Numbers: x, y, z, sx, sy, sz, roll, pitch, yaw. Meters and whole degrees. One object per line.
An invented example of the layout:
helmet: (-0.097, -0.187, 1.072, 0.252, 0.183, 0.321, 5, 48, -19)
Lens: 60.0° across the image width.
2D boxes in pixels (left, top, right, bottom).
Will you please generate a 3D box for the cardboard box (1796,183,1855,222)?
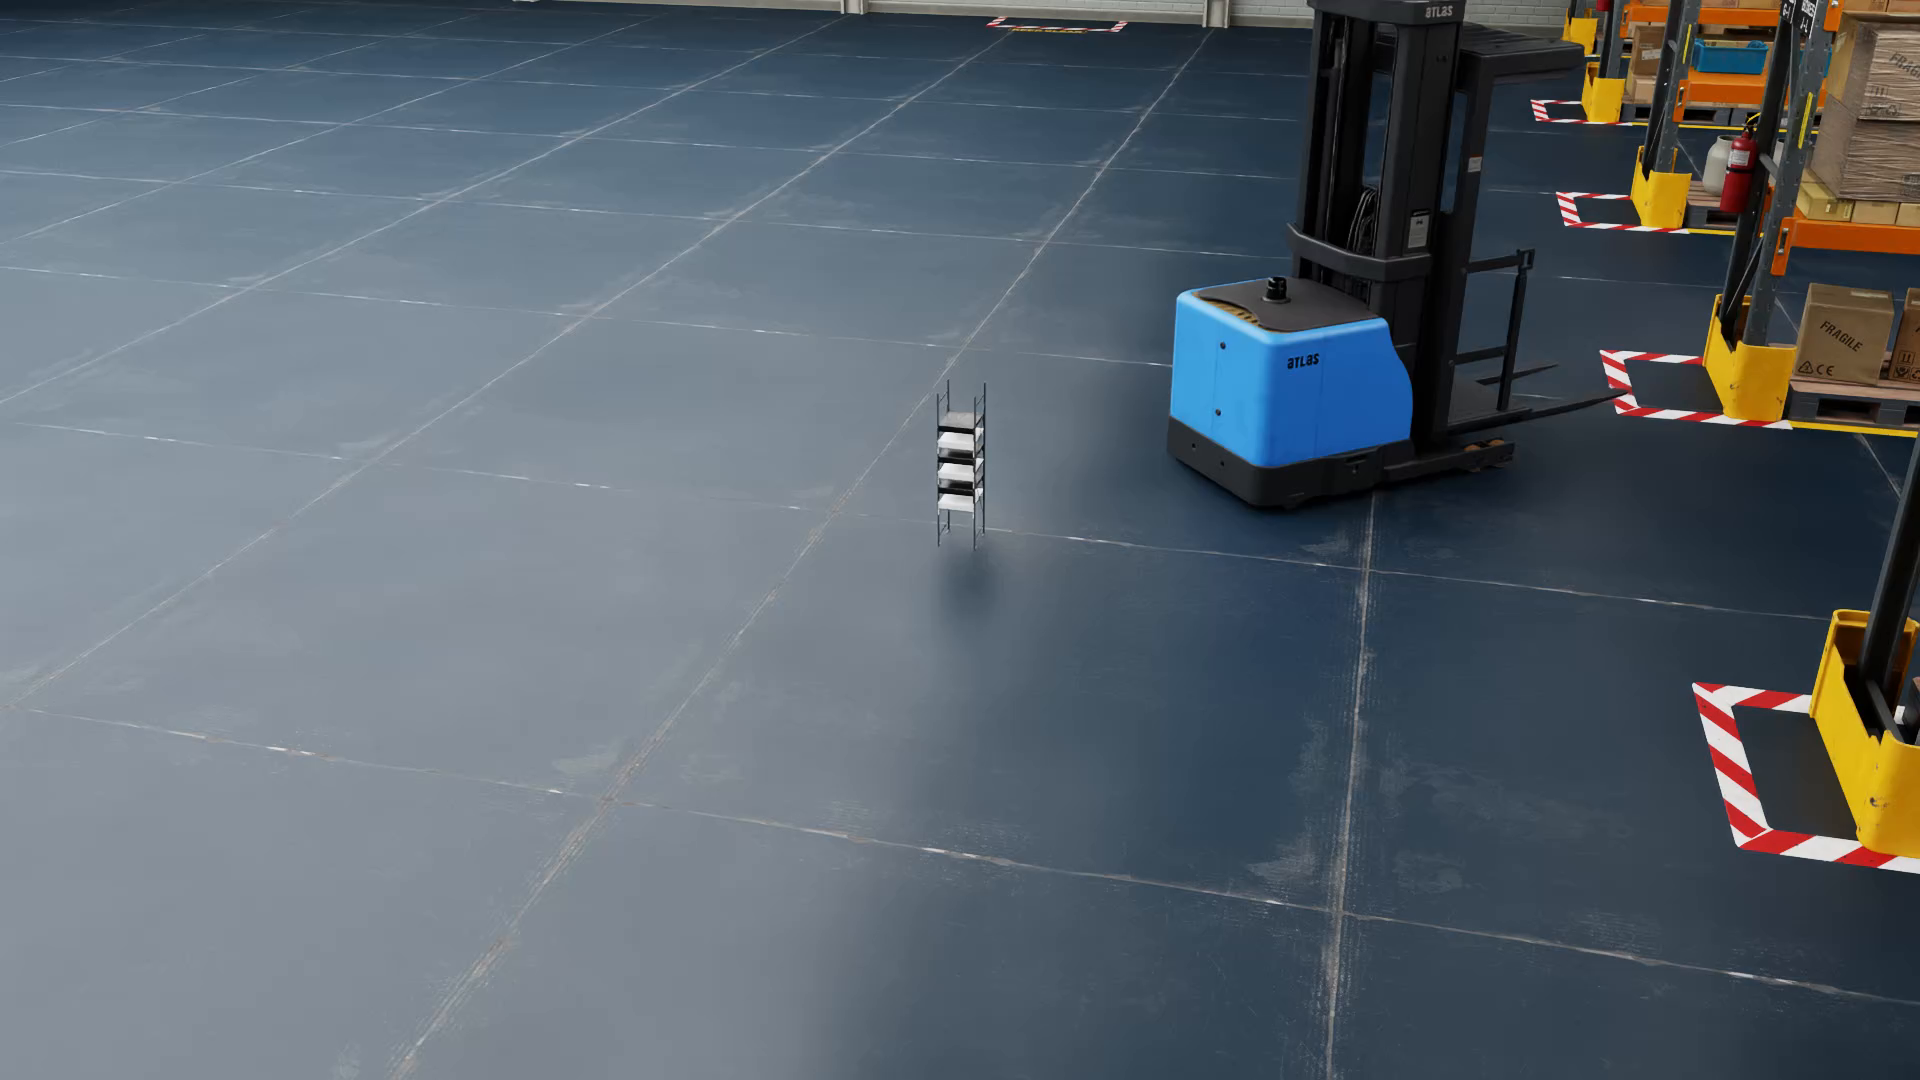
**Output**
cardboard box: (5.492, -2.145, 10.558, 0.250, 0.149, 0.380, 6, 26, 13)

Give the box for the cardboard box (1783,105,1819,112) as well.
cardboard box: (9.663, -5.149, 19.286, 0.500, 0.250, 0.500, 6, 26, 13)

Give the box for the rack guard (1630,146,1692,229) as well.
rack guard: (6.595, -3.333, 15.669, 0.348, 0.500, 1.175, 6, 26, 13)

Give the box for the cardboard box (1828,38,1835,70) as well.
cardboard box: (10.151, -5.440, 19.024, 0.500, 0.500, 0.500, 6, 26, 13)

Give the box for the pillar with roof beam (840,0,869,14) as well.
pillar with roof beam: (-2.824, -11.061, 22.015, 0.400, 9.000, 9.100, 6, 26, 13)

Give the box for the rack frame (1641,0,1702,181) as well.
rack frame: (6.509, -4.450, 15.108, 0.127, 3.000, 1.000, 6, 26, 13)

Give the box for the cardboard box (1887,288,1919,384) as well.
cardboard box: (6.464, -1.326, 10.965, 0.500, 0.500, 0.500, 14, 29, 26)

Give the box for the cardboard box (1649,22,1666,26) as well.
cardboard box: (10.177, -7.387, 23.892, 0.500, 0.311, 0.500, 9, 27, 17)

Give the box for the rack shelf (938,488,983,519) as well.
rack shelf: (0.008, -0.213, 9.146, 0.200, 0.077, 0.258, 6, 26, 13)

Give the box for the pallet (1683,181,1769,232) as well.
pallet: (7.380, -3.114, 15.544, 1.213, 0.211, 1.003, 6, 26, 13)

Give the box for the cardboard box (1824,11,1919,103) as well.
cardboard box: (5.870, -3.063, 10.569, 0.500, 0.500, 0.500, 6, 26, 13)

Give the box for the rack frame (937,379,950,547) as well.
rack frame: (-0.091, -0.416, 9.078, 0.006, 0.900, 0.240, 6, 26, 13)

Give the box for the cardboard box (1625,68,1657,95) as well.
cardboard box: (8.340, -5.526, 20.077, 0.500, 0.250, 0.500, 6, 26, 13)

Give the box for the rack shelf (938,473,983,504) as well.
rack shelf: (0.008, -0.294, 9.108, 0.200, 0.077, 0.258, 6, 26, 13)

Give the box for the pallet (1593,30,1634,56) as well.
pallet: (9.828, -7.206, 24.140, 1.213, 0.211, 1.003, 6, 26, 13)

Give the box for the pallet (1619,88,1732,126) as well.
pallet: (8.498, -5.189, 19.903, 1.213, 0.211, 1.003, 6, 26, 13)

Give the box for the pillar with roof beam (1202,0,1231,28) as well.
pillar with roof beam: (2.987, -10.419, 20.665, 0.400, 9.000, 9.100, 6, 26, 13)

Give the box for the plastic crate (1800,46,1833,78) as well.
plastic crate: (7.696, -4.382, 15.138, 0.408, 0.251, 0.499, 6, 26, 13)

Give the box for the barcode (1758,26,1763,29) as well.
barcode: (11.467, -7.332, 23.837, 0.075, 0.075, 0.001, 6, 26, 13)

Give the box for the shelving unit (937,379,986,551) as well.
shelving unit: (0.008, -0.405, 9.055, 0.210, 0.900, 0.258, 6, 26, 13)

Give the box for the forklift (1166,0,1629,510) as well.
forklift: (2.822, -1.922, 9.878, 3.031, 2.935, 1.130, -12, 28, -24)

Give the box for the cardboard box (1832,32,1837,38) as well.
cardboard box: (10.281, -5.658, 19.482, 0.500, 0.500, 0.500, 6, 26, 13)

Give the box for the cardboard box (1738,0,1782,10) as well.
cardboard box: (9.185, -6.392, 19.070, 0.500, 0.500, 0.700, 6, 26, 13)

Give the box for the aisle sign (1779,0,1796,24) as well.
aisle sign: (5.291, -3.694, 10.494, 0.004, 0.787, 0.394, 6, 26, 13)

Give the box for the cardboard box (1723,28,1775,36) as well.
cardboard box: (9.312, -5.764, 19.706, 0.500, 0.500, 0.500, 6, 26, 13)

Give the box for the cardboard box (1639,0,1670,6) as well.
cardboard box: (8.196, -6.502, 19.301, 0.500, 0.500, 0.700, 6, 26, 13)

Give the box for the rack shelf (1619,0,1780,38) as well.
rack shelf: (9.684, -5.973, 19.144, 4.000, 0.370, 1.077, 6, 26, 13)

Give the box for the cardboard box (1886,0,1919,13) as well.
cardboard box: (10.677, -6.228, 18.725, 0.500, 0.500, 0.700, 6, 26, 12)

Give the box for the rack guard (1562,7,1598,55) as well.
rack guard: (9.050, -7.438, 24.292, 0.348, 0.500, 1.175, 6, 26, 13)

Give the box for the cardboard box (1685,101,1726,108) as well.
cardboard box: (8.696, -5.258, 19.515, 0.500, 0.250, 0.500, 6, 26, 13)

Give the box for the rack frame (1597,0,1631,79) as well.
rack frame: (7.747, -6.512, 19.439, 0.127, 3.000, 1.000, 6, 26, 13)

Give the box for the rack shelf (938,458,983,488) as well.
rack shelf: (0.008, -0.375, 9.069, 0.200, 0.077, 0.258, 6, 26, 13)

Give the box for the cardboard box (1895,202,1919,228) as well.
cardboard box: (5.968, -2.077, 10.416, 0.250, 0.149, 0.380, 6, 26, 13)

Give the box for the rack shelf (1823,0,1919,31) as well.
rack shelf: (7.213, -3.204, 9.837, 4.000, 0.370, 1.077, 6, 26, 13)

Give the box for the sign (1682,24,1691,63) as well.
sign: (6.368, -4.347, 14.569, 0.005, 0.325, 0.100, 6, 26, 13)

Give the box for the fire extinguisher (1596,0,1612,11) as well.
fire extinguisher: (7.748, -6.683, 19.888, 0.183, 0.674, 0.296, 6, 26, 13)

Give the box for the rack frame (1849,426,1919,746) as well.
rack frame: (3.943, -0.334, 6.463, 0.127, 3.000, 1.000, 6, 26, 13)

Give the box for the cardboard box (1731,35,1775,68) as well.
cardboard box: (9.183, -5.548, 19.251, 0.500, 0.500, 0.500, 6, 26, 13)

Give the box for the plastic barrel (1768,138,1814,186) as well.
plastic barrel: (7.651, -3.424, 15.359, 0.421, 0.512, 0.421, 0, 25, 0)

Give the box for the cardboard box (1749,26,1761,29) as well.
cardboard box: (11.307, -7.238, 23.767, 0.250, 0.149, 0.380, 4, 26, 9)
